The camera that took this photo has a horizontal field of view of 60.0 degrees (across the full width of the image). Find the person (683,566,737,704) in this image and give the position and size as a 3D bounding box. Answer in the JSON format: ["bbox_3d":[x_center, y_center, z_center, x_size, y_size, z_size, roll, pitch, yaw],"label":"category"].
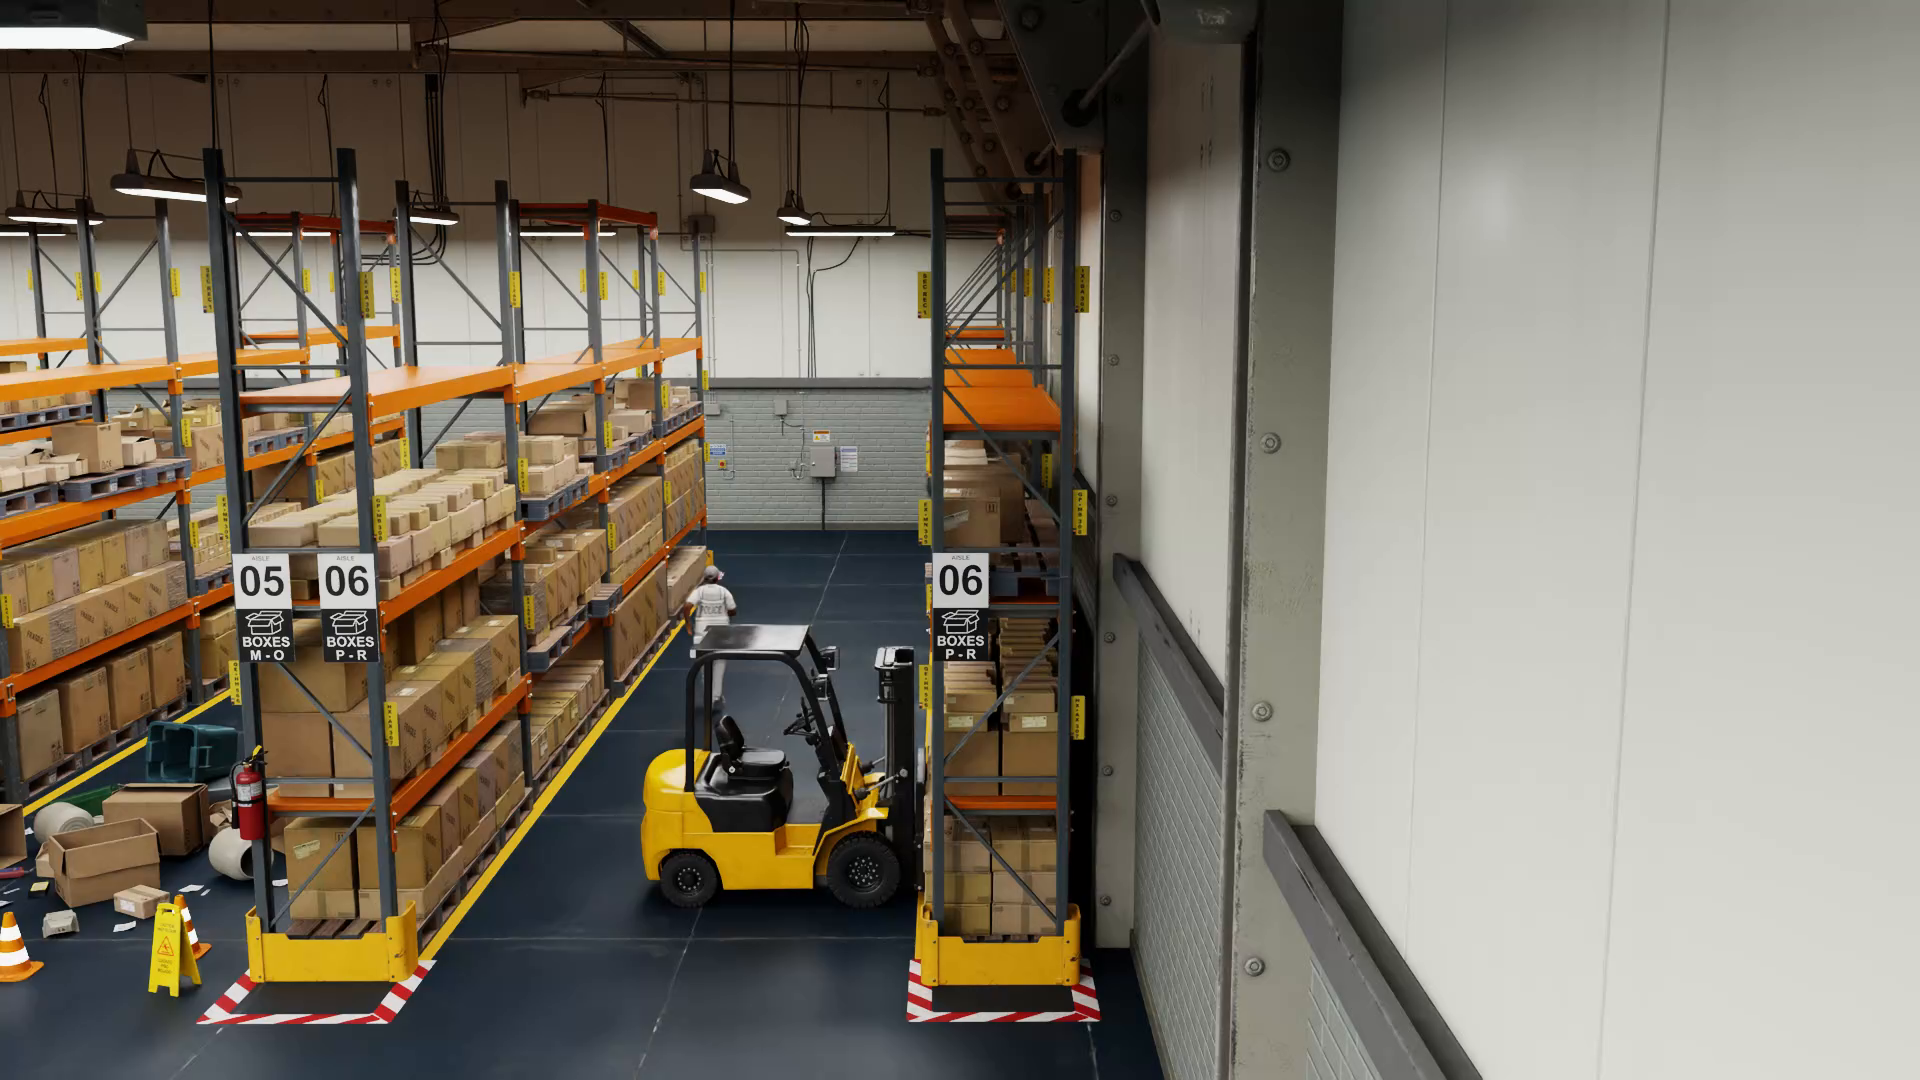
[{"bbox_3d":[-2.984,1.122,19.999,0.617,1.631,0.814,0,9,-1],"label":"person"}]
